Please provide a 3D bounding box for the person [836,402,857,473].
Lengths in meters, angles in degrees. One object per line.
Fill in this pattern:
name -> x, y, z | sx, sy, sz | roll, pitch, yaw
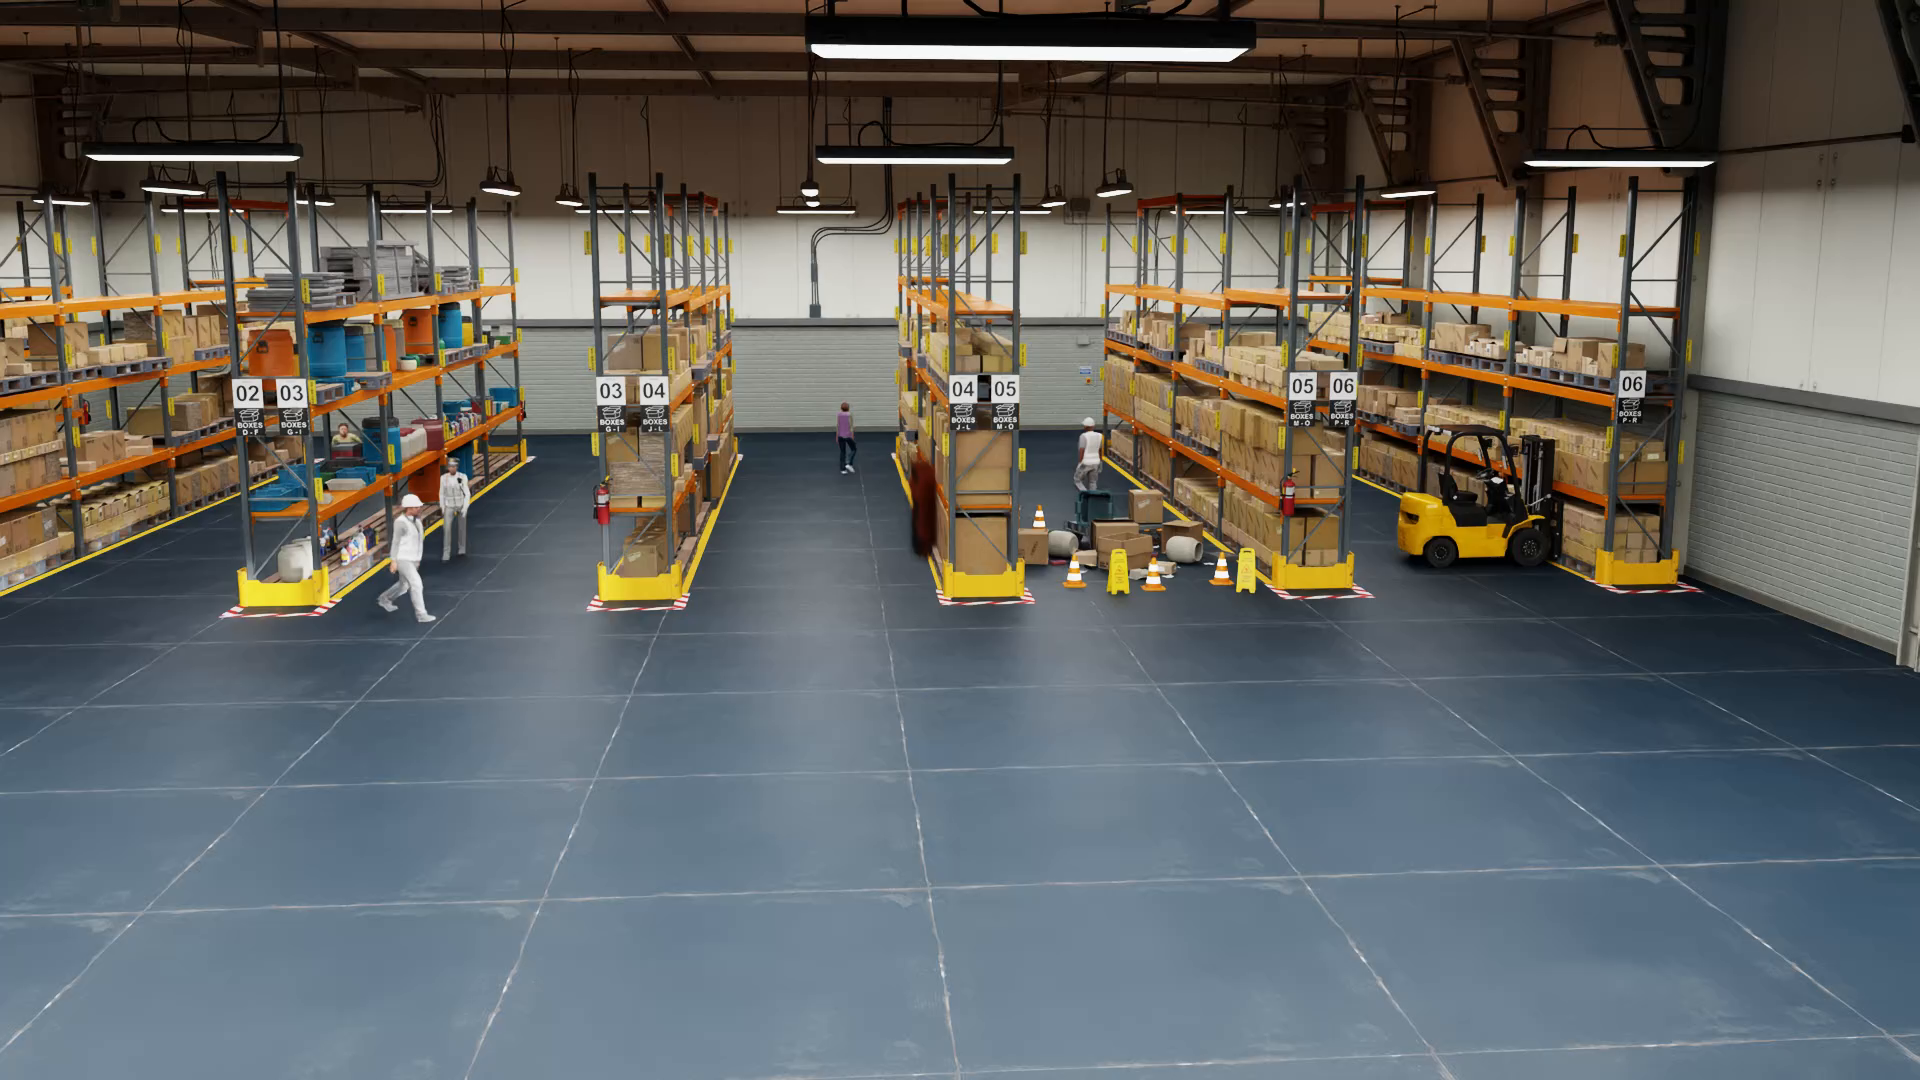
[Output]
person -> -2.549, -2.269, 36.956 | 0.471, 1.598, 0.421 | 4, 11, 23

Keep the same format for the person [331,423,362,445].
person -> -12.185, -1.572, 33.099 | 0.540, 1.571, 0.684 | 1, 10, 7

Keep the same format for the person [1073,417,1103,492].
person -> 2.478, -1.442, 31.731 | 0.609, 1.786, 0.463 | -7, 12, -33

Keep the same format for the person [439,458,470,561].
person -> -8.159, -0.527, 26.865 | 0.497, 1.628, 0.941 | -3, 10, -15

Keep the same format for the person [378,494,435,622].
person -> -7.501, 0.230, 22.454 | 1.046, 1.723, 0.552 | 3, 11, 18
